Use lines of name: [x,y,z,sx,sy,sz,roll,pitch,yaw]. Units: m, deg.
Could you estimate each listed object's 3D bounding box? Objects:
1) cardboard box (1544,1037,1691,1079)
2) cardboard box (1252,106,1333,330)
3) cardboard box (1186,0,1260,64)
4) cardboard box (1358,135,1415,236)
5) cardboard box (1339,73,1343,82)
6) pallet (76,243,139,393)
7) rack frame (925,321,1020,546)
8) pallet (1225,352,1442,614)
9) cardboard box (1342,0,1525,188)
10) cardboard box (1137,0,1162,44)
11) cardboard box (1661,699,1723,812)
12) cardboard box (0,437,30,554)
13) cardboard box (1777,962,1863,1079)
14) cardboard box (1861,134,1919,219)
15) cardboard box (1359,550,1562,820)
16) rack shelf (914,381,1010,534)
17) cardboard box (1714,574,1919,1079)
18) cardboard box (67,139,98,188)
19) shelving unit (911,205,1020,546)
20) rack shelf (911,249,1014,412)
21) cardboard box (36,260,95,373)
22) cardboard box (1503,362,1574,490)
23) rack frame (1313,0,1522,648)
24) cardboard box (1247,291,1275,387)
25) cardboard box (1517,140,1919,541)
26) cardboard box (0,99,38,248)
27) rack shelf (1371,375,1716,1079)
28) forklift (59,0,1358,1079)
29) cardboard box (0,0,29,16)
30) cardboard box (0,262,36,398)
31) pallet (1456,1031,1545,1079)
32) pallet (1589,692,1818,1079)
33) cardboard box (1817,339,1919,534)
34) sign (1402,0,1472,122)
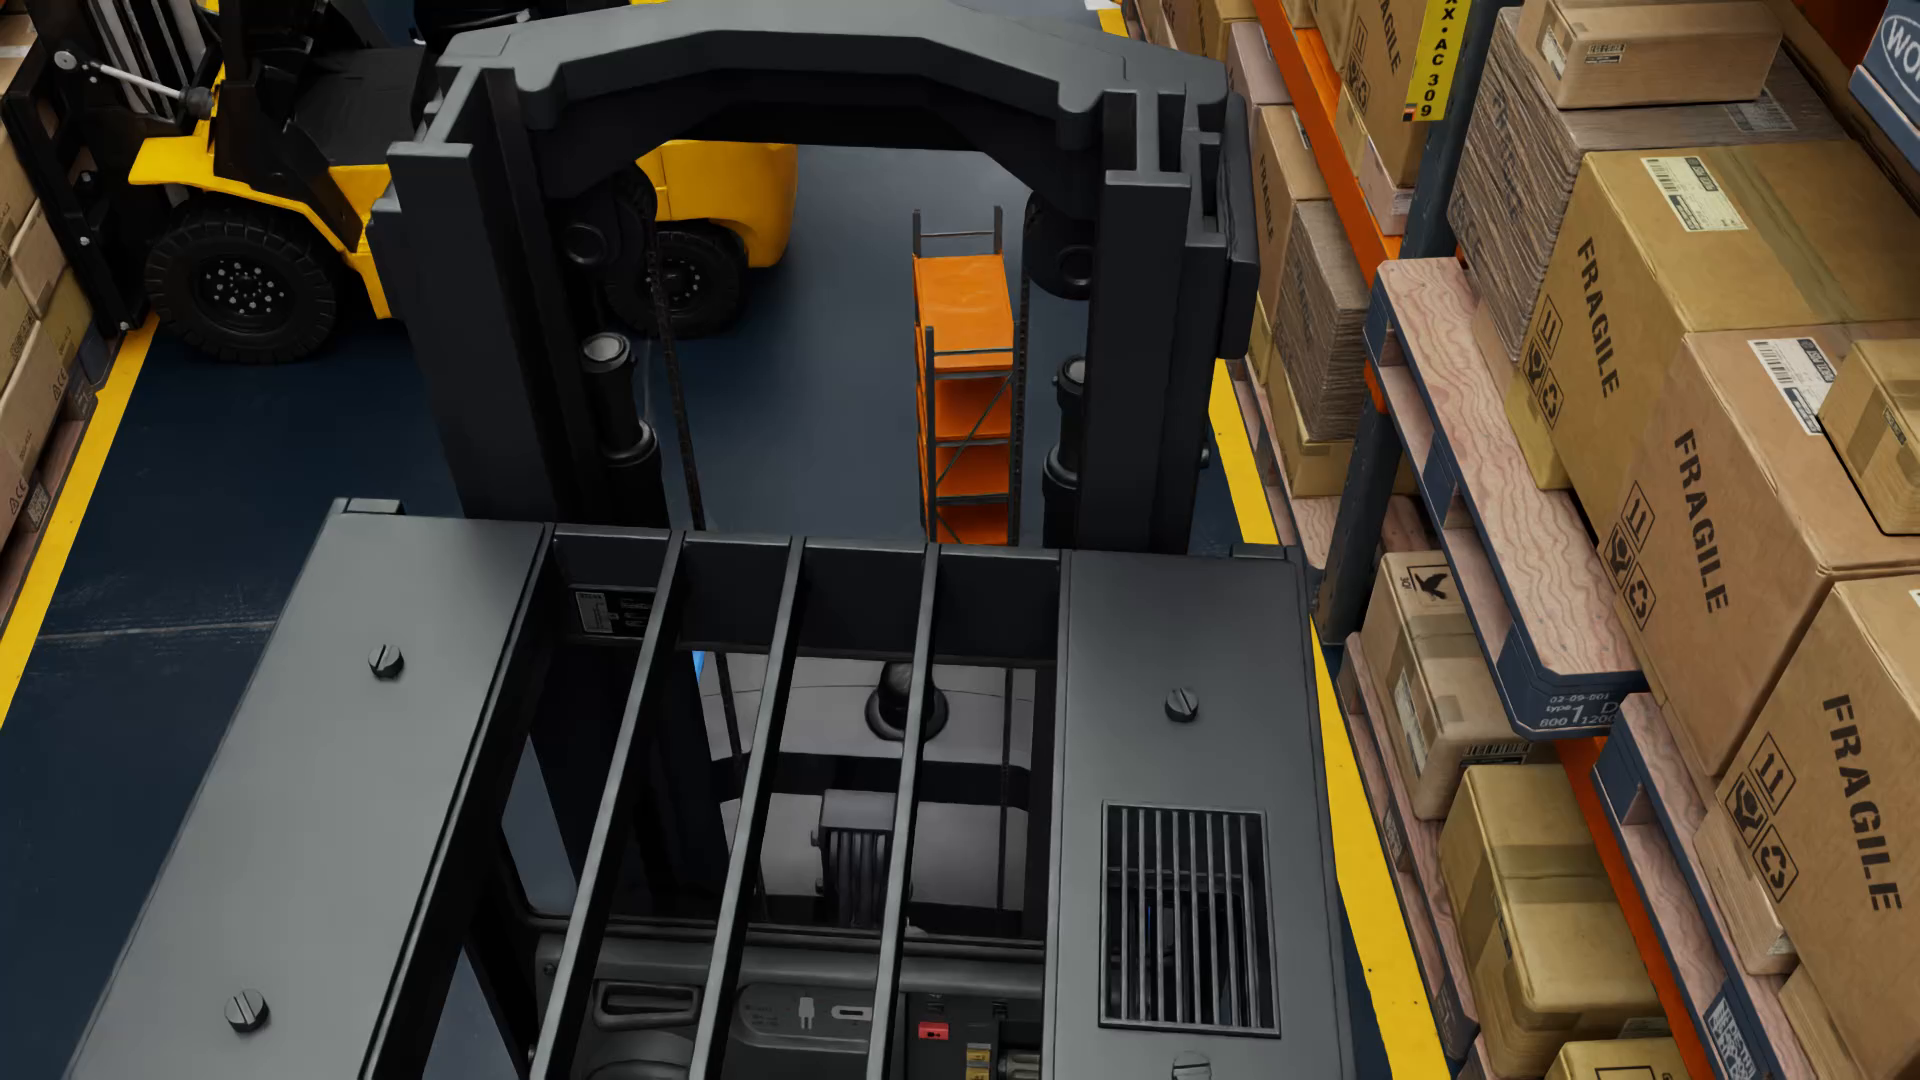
cardboard box: [1.740,1.375,3.402,0.950,0.372,0.625,-2,47,-2]
cardboard box: [1.209,-1.022,5.240,0.500,0.500,0.500,-3,47,-3]
cardboard box: [1.112,-1.778,5.956,0.500,0.500,0.500,-3,47,-3]
cardboard box: [1.240,-0.914,4.222,0.380,0.149,0.250,-4,47,-4]
cardboard box: [1.268,-1.287,4.576,0.380,0.149,0.250,-3,47,-3]
pallet: [-3.505,-0.985,6.038,1.003,0.211,1.213,-3,47,-3]
rack frame: [0.034,-0.116,4.534,0.240,1.200,0.015,-3,47,-3]
pallet: [1.479,-0.311,5.399,1.003,0.211,1.213,-3,47,-3]
cardboard box: [1.286,-1.229,4.074,0.500,0.500,0.500,-5,47,-4]
cardboard box: [1.028,-2.279,6.947,0.500,0.250,0.500,-4,47,-4]
cardboard box: [1.413,0.324,2.761,0.380,0.149,0.250,-3,47,-3]
cardboard box: [-3.086,-0.051,4.837,0.500,0.250,0.500,-3,47,-3]
cardboard box: [1.435,0.711,2.395,0.380,0.149,0.250,-5,47,-5]
cardboard box: [1.881,-0.388,2.989,0.500,0.500,0.500,-3,47,-3]
cardboard box: [1.617,0.352,4.371,0.950,0.372,0.625,-3,47,-3]
rack shelf: [0.014,-0.247,4.750,0.258,0.148,0.480,-3,47,-3]
cardboard box: [1.448,0.381,2.260,0.500,0.500,0.500,-5,47,-5]
cardboard box: [-3.224,-1.315,5.690,0.500,0.250,0.500,-4,47,-3]
shelving unit: [0.014,-0.293,4.701,0.258,1.200,0.503,-3,47,-3]
rack shelf: [0.014,-0.563,4.416,0.258,0.148,0.480,-3,47,-3]
cardboard box: [-3.202,-0.788,5.535,0.500,0.250,0.500,-3,47,-3]
cardboard box: [1.314,-0.244,3.299,0.380,0.149,0.250,-3,47,-2]
rack frame: [1.571,-0.786,3.928,1.000,3.000,0.127,-3,47,-3]
cardboard box: [1.199,-0.781,5.528,0.500,0.250,0.500,-5,47,-4]
cardboard box: [1.367,-0.348,2.951,0.500,0.500,0.500,-3,47,-3]
cardboard box: [-3.189,-1.123,5.164,0.500,0.250,0.500,-2,47,-2]
rack shelf: [1.738,0.908,2.819,1.077,0.370,4.000,-3,47,-3]
forklift: [-0.186,0.906,2.373,1.130,2.935,3.031,3,47,3]
cardboard box: [-3.260,-1.871,5.872,0.500,0.250,0.500,-3,47,-3]
cardboard box: [-3.152,-0.585,4.999,0.500,0.250,0.500,-4,47,-4]
pallet: [1.742,1.621,3.570,1.003,0.211,1.213,-3,47,-3]
pallet: [1.699,0.744,2.611,1.003,0.211,1.213,-3,47,-3]
cardboard box: [1.451,-0.149,2.315,0.380,0.149,0.250,-1,47,-1]
sign: [1.031,-1.045,3.578,0.100,0.325,0.005,-3,47,-3]
